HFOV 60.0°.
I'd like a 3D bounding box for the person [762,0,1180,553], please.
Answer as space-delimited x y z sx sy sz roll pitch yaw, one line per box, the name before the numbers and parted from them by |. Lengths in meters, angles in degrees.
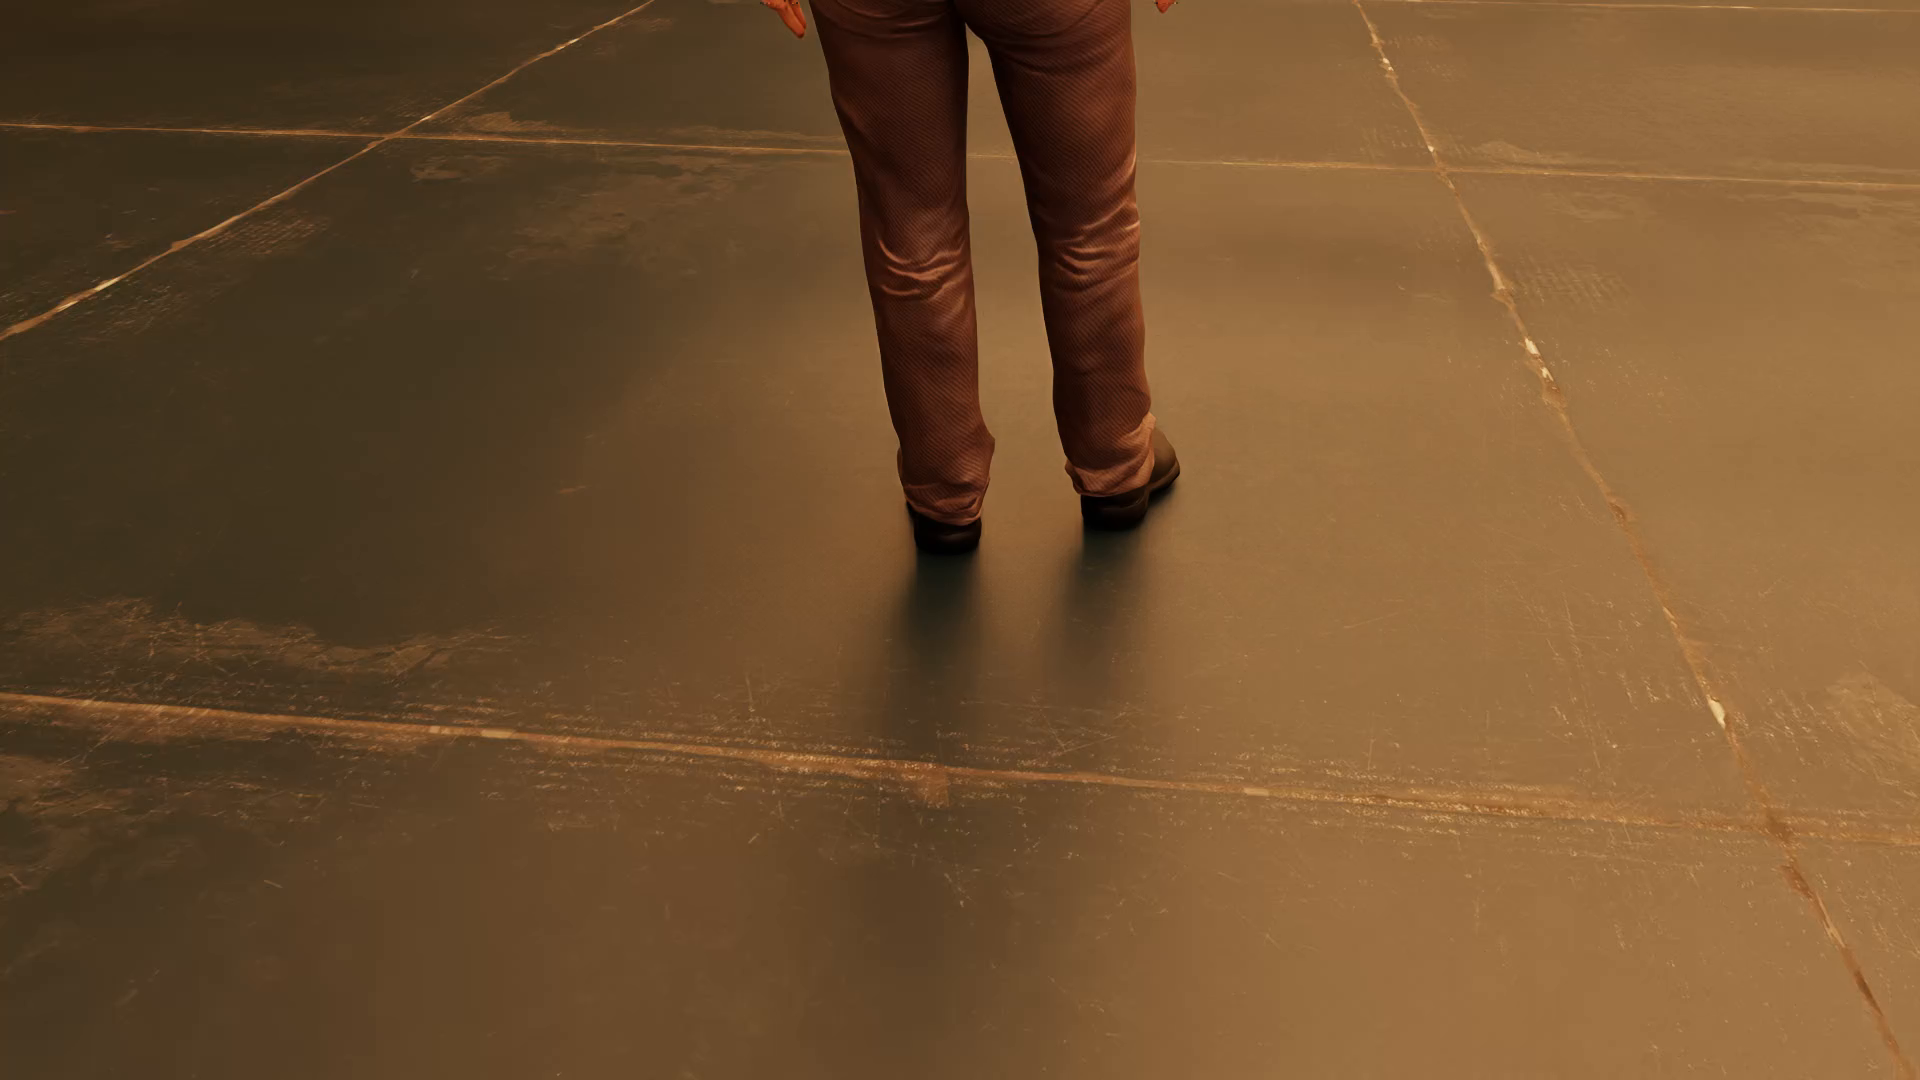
person | 0.016 -0.804 2.168 0.633 1.722 0.566 3 27 7
